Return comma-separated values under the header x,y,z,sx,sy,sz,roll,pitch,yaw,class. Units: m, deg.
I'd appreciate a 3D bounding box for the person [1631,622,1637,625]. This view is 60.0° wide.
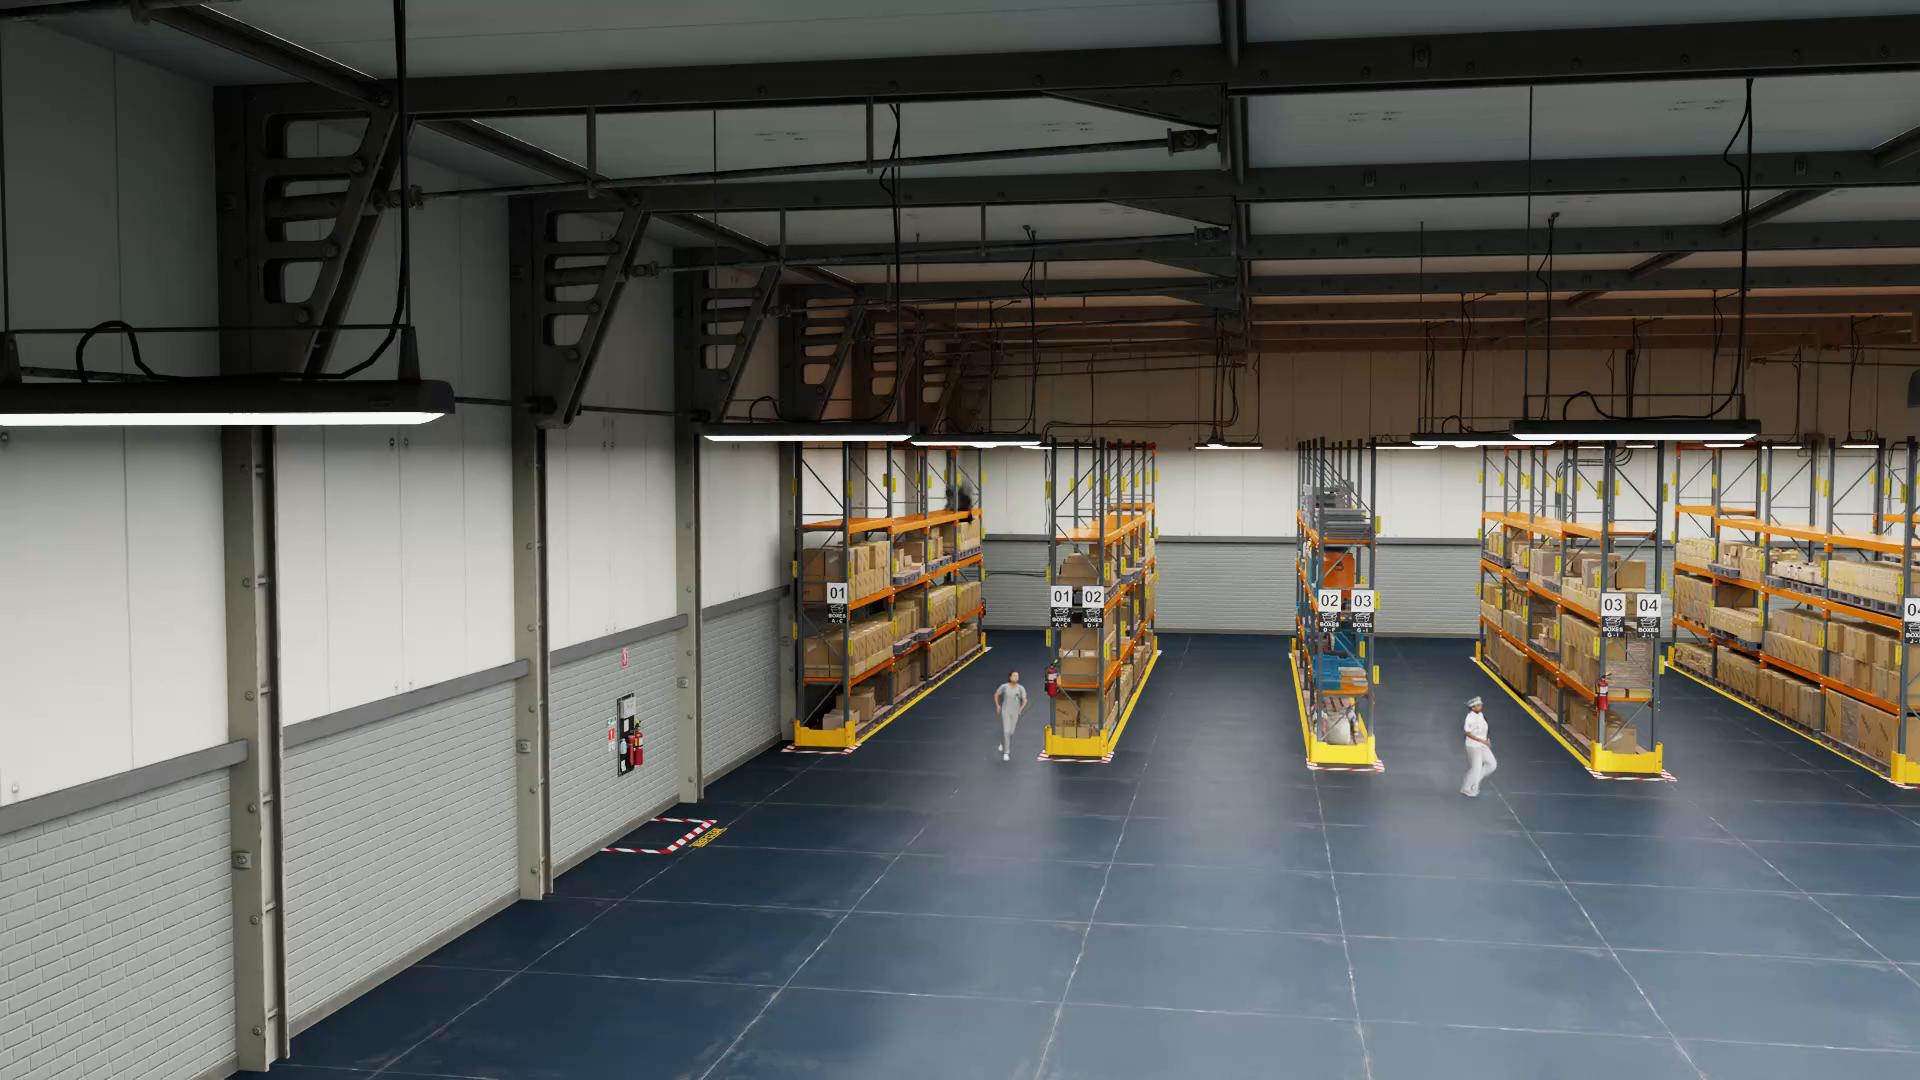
x,y,z,sx,sy,sz,roll,pitch,yaw,class
17.705,2.526,43.936,0.725,1.743,0.924,0,3,7,person

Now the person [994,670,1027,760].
x,y,z,sx,sy,sz,roll,pitch,yaw,class
0.951,3.259,31.230,0.601,1.652,0.730,-1,3,-10,person

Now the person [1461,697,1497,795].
x,y,z,sx,sy,sz,roll,pitch,yaw,class
8.620,3.426,27.648,0.555,1.660,0.560,-3,4,-45,person
